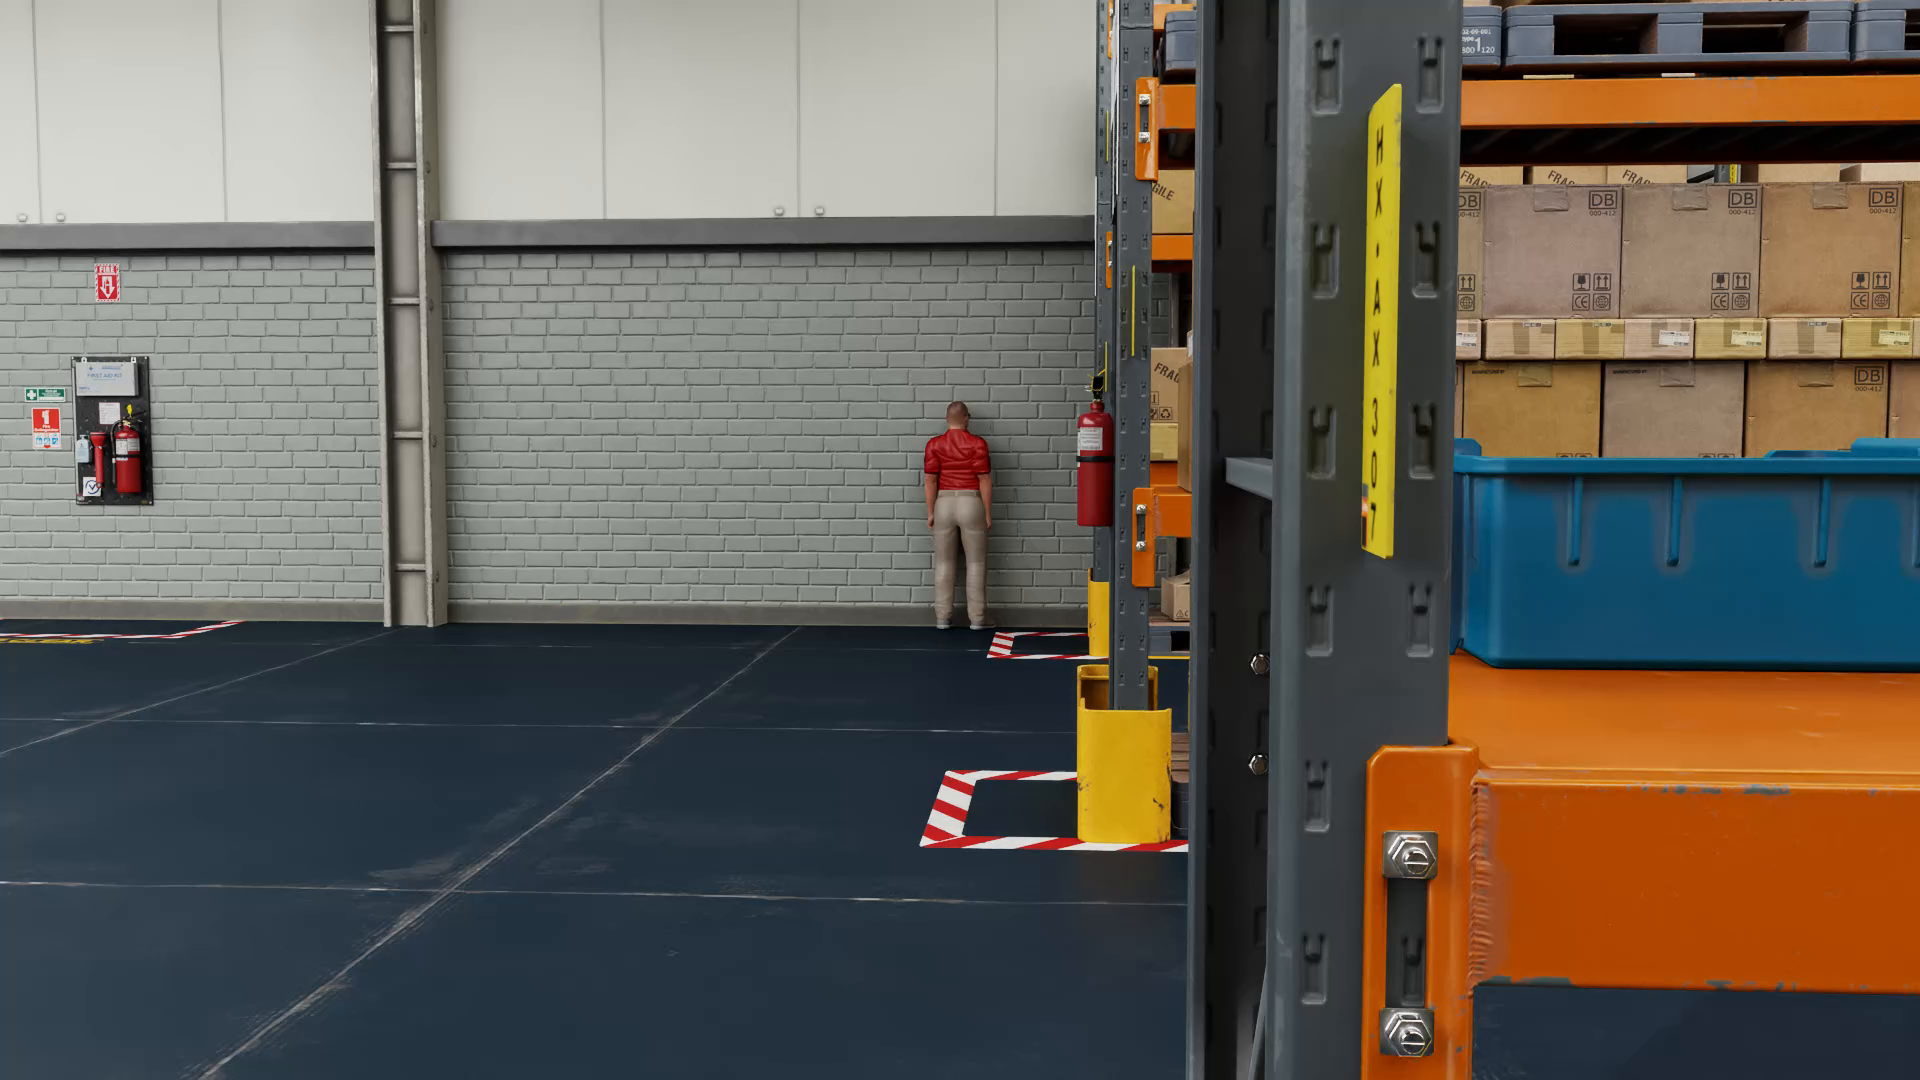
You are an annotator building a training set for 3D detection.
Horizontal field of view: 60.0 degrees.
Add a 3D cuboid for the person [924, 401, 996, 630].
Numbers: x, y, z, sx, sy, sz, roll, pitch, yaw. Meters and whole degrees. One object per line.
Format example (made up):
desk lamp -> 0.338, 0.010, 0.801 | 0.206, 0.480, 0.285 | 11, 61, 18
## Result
person -> 0.003, -0.185, 12.595 | 0.519, 1.728, 0.379 | 1, 4, 12
